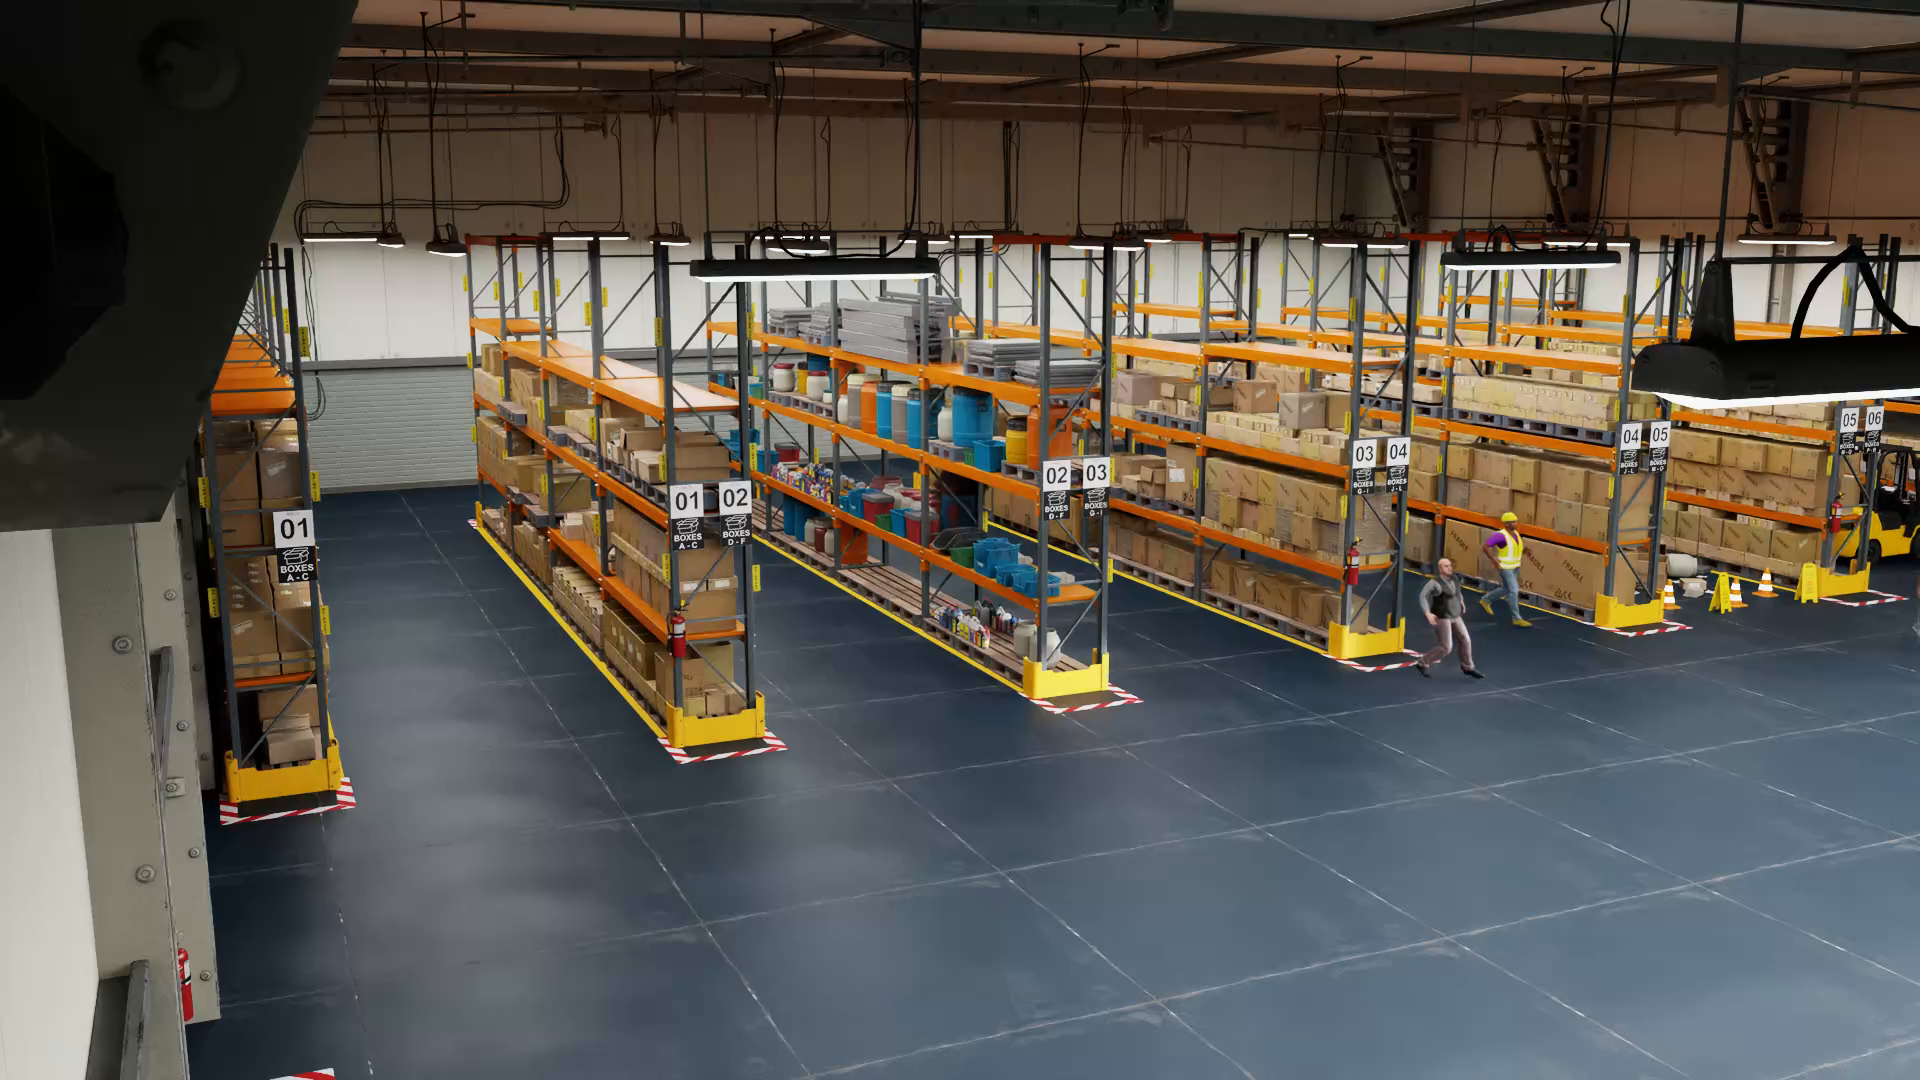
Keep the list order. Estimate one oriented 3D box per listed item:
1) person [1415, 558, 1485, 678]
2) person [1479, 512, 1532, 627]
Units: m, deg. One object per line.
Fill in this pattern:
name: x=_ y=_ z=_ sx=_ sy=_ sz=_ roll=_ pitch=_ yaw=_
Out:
person: x=6.797 y=1.101 z=22.979 sx=0.815 sy=1.676 sz=0.703 roll=-10 pitch=15 yaw=-41
person: x=8.616 y=0.429 z=26.162 sx=0.710 sy=1.746 sz=0.989 roll=-10 pitch=15 yaw=-42
